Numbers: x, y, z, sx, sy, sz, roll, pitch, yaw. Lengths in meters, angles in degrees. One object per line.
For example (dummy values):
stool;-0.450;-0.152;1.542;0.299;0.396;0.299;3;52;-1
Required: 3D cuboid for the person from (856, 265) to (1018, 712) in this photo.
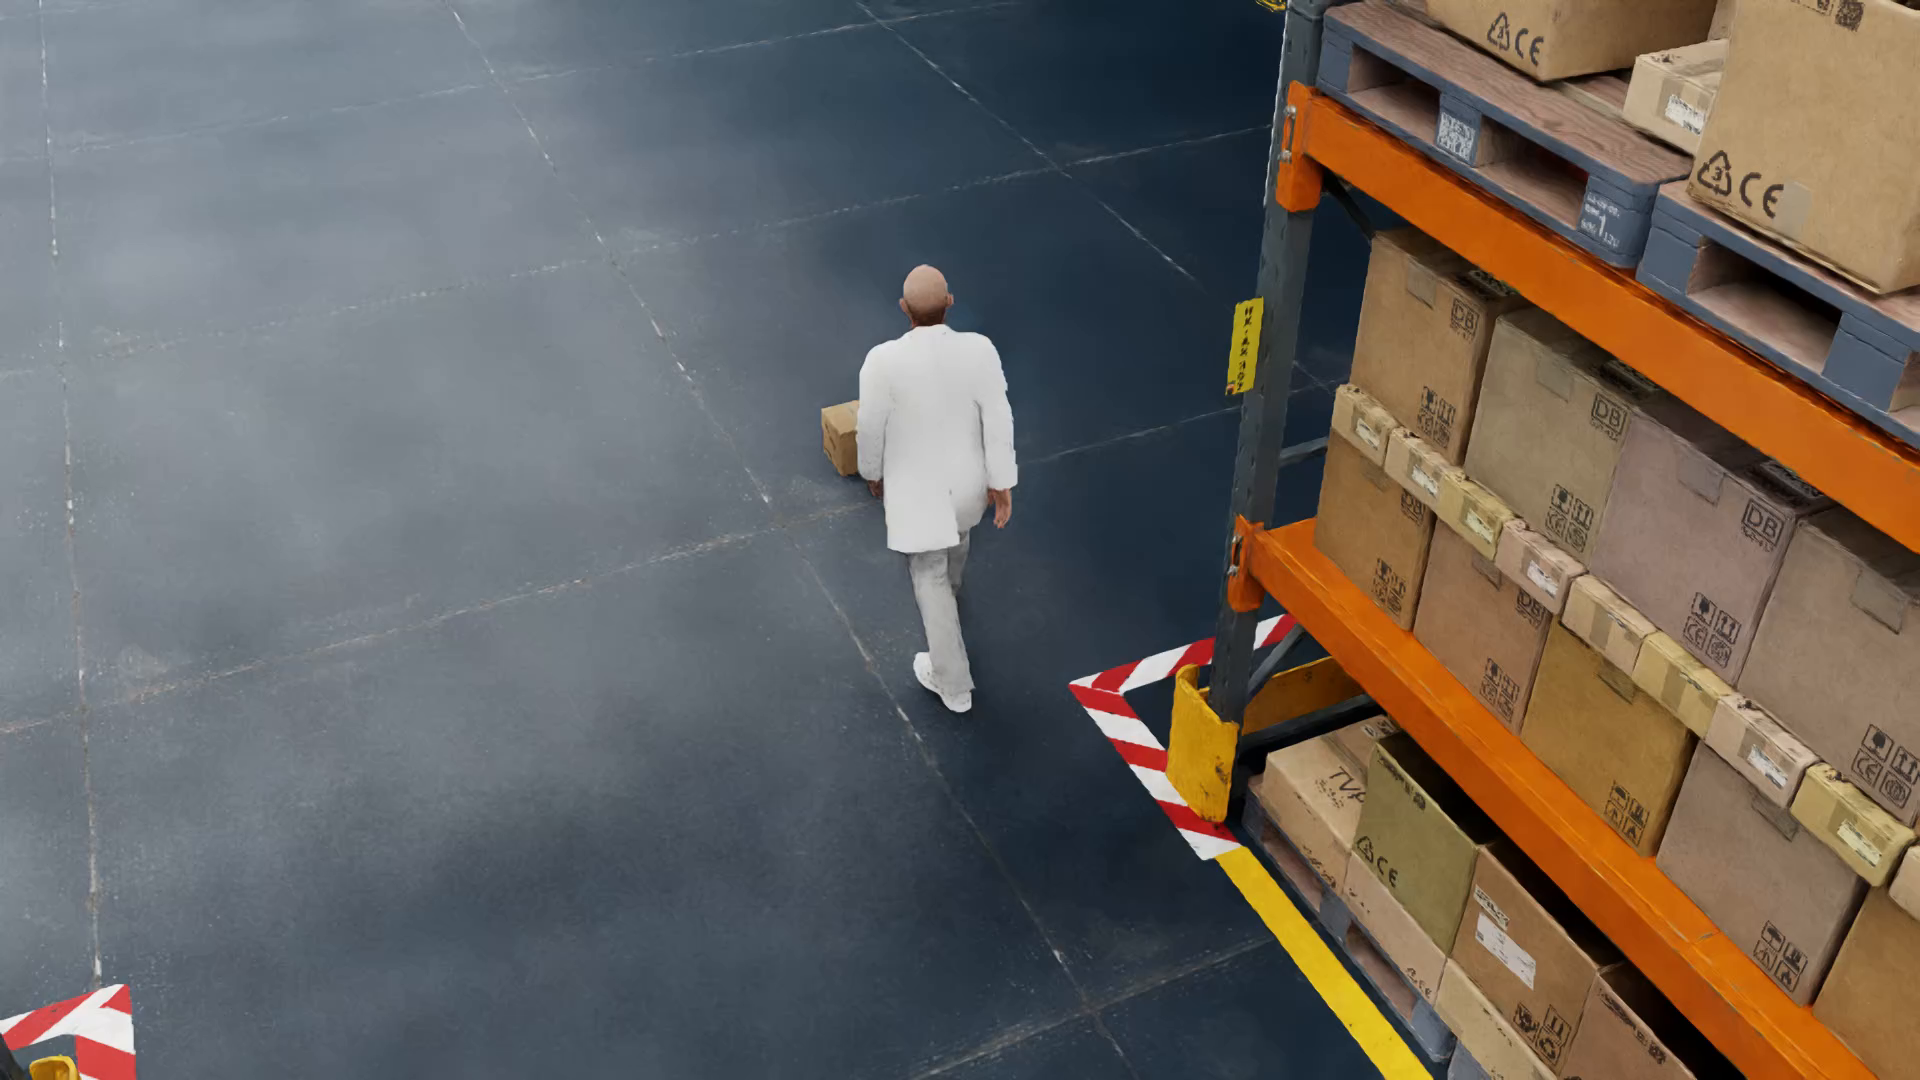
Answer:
person;-0.122;-0.281;6.541;0.582;1.723;1.047;-12;38;-15
